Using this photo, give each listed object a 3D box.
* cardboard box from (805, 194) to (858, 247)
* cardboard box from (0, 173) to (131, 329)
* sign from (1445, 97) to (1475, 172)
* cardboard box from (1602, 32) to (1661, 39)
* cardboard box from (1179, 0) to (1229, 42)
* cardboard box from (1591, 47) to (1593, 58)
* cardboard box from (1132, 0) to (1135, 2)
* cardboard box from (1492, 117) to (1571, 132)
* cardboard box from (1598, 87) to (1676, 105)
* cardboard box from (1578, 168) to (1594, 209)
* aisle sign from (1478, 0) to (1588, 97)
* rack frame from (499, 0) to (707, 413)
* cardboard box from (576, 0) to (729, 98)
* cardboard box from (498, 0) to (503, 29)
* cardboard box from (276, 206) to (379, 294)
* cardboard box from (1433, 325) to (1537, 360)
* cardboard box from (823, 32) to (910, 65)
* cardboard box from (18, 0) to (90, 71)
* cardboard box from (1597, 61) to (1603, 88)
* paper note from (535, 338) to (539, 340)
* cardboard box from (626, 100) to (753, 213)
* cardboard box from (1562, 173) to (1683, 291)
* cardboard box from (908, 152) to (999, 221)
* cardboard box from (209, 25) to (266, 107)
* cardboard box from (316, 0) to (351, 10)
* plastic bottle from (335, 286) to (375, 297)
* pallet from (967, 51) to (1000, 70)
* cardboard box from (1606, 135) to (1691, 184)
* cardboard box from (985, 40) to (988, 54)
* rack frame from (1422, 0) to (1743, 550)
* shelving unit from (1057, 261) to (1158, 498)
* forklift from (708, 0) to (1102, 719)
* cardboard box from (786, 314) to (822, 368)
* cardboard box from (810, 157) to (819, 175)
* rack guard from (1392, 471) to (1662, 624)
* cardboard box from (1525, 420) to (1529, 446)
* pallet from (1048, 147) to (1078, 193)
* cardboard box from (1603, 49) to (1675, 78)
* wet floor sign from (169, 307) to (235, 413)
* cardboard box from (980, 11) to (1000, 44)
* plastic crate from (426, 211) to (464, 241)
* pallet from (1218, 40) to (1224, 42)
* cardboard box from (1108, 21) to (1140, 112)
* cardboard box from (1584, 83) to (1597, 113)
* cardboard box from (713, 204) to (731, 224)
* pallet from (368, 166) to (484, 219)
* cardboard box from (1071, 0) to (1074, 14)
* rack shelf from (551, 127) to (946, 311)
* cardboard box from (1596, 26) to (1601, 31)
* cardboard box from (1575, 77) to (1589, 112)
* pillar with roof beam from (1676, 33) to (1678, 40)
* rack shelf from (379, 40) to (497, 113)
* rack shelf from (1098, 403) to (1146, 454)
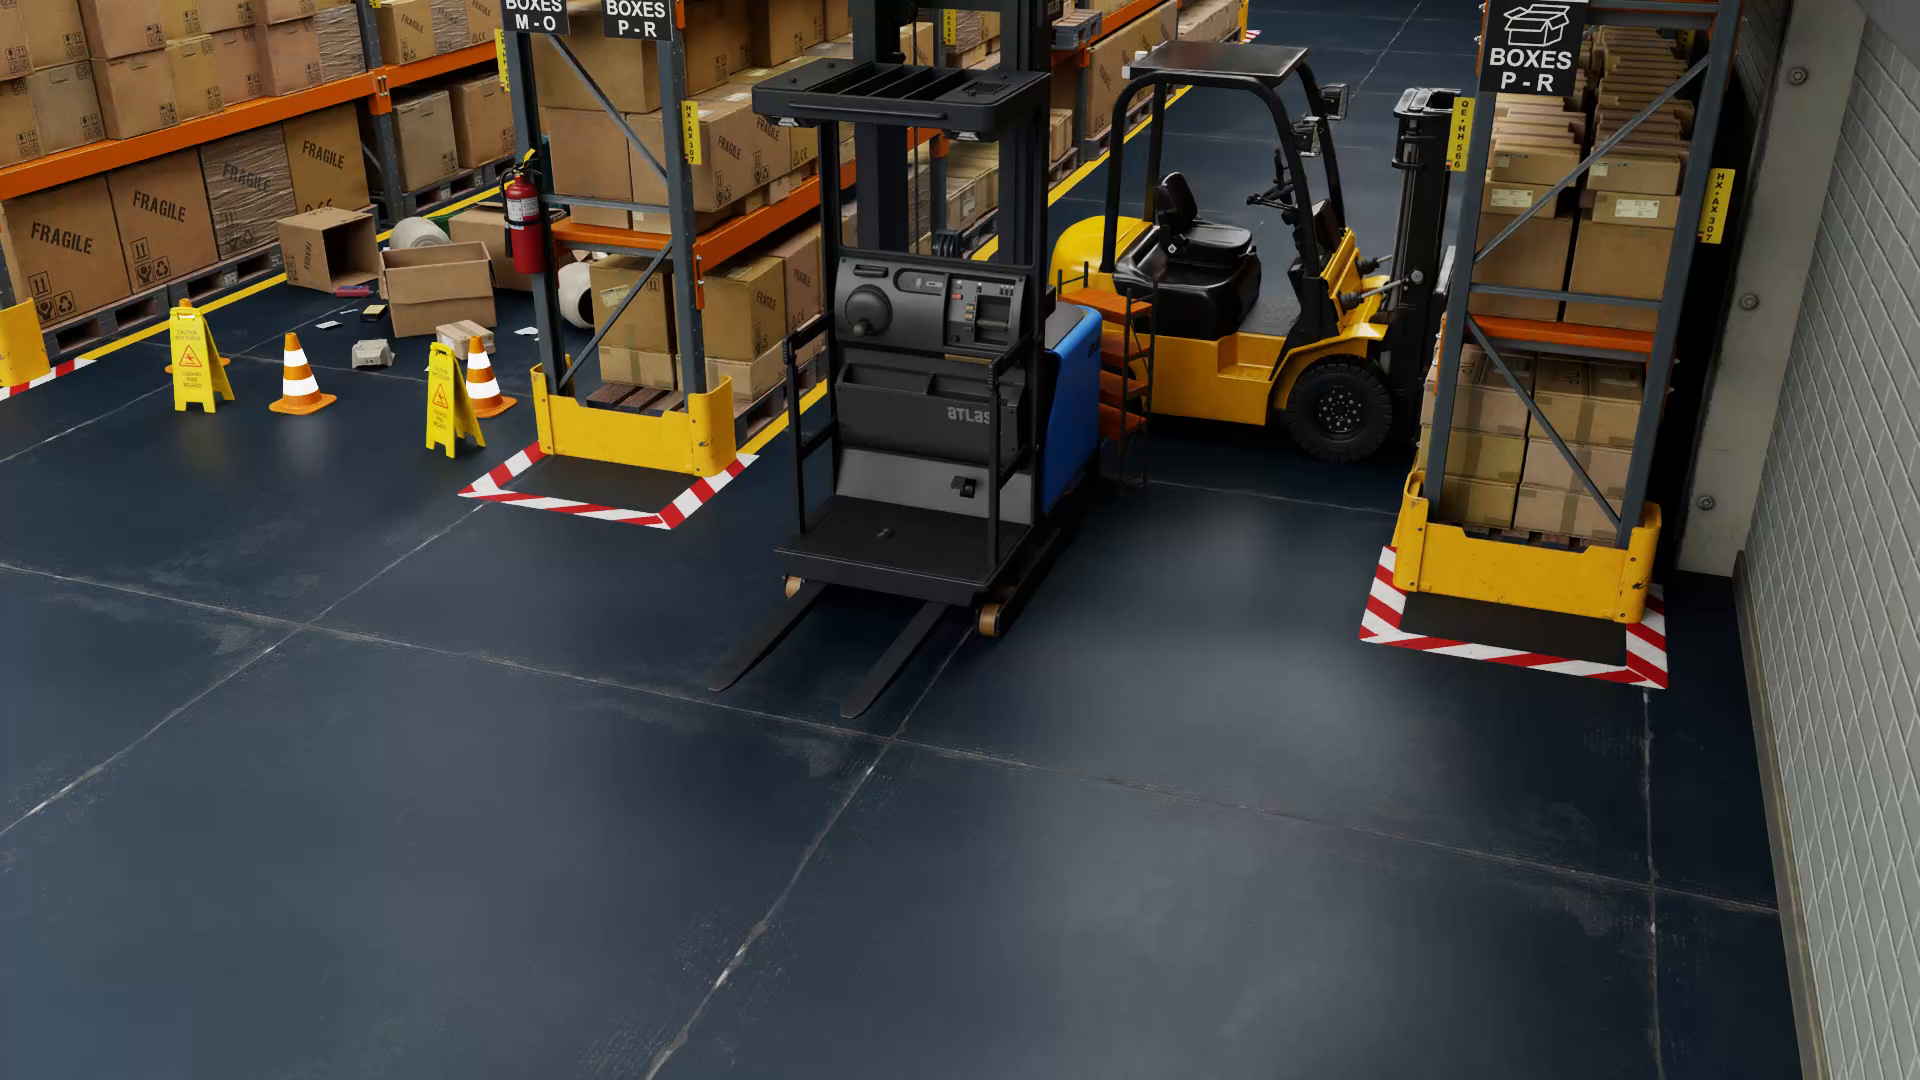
[{"bbox_3d":[-0.874,-2.057,11.370,0.500,0.500,0.500,10,28,20],"label":"cardboard box"},{"bbox_3d":[-6.463,-2.023,11.442,0.875,0.875,0.875,9,27,18],"label":"cardboard box"},{"bbox_3d":[2.250,-1.820,7.465,0.100,0.325,0.005,9,27,17],"label":"sign"},{"bbox_3d":[4.631,-3.407,11.485,0.380,0.149,0.250,9,27,17],"label":"cardboard box"},{"bbox_3d":[2.978,-6.774,21.756,0.875,0.438,0.875,9,27,19],"label":"cardboard box"},{"bbox_3d":[4.676,-3.285,11.691,0.500,0.250,0.500,8,27,17],"label":"cardboard box"},{"bbox_3d":[1.633,-5.842,17.546,0.500,0.250,0.500,9,27,17],"label":"cardboard box"},{"bbox_3d":[2.792,-1.973,8.183,0.380,0.149,0.250,9,27,19],"label":"cardboard box"},{"bbox_3d":[3.612,-2.317,8.892,0.380,0.149,0.250,9,27,18],"label":"cardboard box"},{"bbox_3d":[3.137,-1.657,7.871,0.380,0.149,0.250,9,27,17],"label":"cardboard box"},{"bbox_3d":[2.459,-2.293,7.061,0.394,0.787,0.004,9,27,17],"label":"aisle sign"},{"bbox_3d":[-1.924,-1.826,9.079,1.000,3.000,0.127,9,27,17],"label":"rack frame"},{"bbox_3d":[-1.785,-2.903,9.700,0.700,0.500,0.500,9,27,18],"label":"cardboard box"},{"bbox_3d":[-4.361,-4.989,15.498,0.500,0.500,0.500,9,27,18],"label":"cardboard box"},{"bbox_3d":[-4.844,-2.235,12.790,0.500,0.500,0.500,14,29,26],"label":"cardboard box"},{"bbox_3d":[2.781,-0.954,8.804,0.500,0.250,0.500,9,27,18],"label":"cardboard box"},{"bbox_3d":[-0.672,-3.217,11.496,0.500,0.500,0.500,10,27,19],"label":"cardboard box"},{"bbox_3d":[-6.370,-3.442,11.005,0.875,0.550,0.550,9,27,17],"label":"cardboard box"},{"bbox_3d":[4.224,-2.919,10.477,0.380,0.149,0.250,9,27,17],"label":"cardboard box"},{"bbox_3d":[-2.943,-1.422,11.676,0.032,0.001,0.123,9,27,17],"label":"paper note"},{"bbox_3d":[-1.505,-2.159,9.311,0.500,0.500,0.500,8,27,17],"label":"cardboard box"},{"bbox_3d":[3.337,-1.533,8.359,0.500,0.500,0.500,10,27,19],"label":"cardboard box"},{"bbox_3d":[-0.185,-2.988,14.012,0.950,0.372,0.625,11,28,21],"label":"cardboard box"},{"bbox_3d":[-5.859,-3.626,12.624,0.875,0.550,0.550,9,27,17],"label":"cardboard box"},{"bbox_3d":[-5.450,-4.553,13.300,0.875,0.550,0.550,9,27,17],"label":"cardboard box"},{"bbox_3d":[-4.552,-1.877,12.556,0.283,0.061,0.133,0,26,-1],"label":"plastic bottle"},{"bbox_3d":[-0.202,-3.676,13.121,1.003,0.211,1.213,9,27,17],"label":"pallet"},{"bbox_3d":[3.218,-1.785,7.795,0.380,0.149,0.250,10,27,19],"label":"cardboard box"},{"bbox_3d":[0.002,-3.956,13.284,0.380,0.149,0.250,11,28,21],"label":"cardboard box"},{"bbox_3d":[2.758,-1.107,7.595,1.000,3.000,0.127,9,27,17],"label":"rack frame"},{"bbox_3d":[0.793,-0.888,9.207,0.503,1.200,0.258,23,34,39],"label":"shelving unit"},{"bbox_3d":[-0.217,-1.064,7.585,1.130,2.935,3.031,9,27,18],"label":"forklift"},{"bbox_3d":[-1.218,-1.277,10.619,0.500,0.250,0.500,10,27,19],"label":"cardboard box"},{"bbox_3d":[-1.052,-2.455,10.668,0.380,0.149,0.250,8,27,16],"label":"cardboard box"},{"bbox_3d":[2.750,0.028,8.119,1.175,0.500,0.348,9,27,17],"label":"rack guard"},{"bbox_3d":[2.802,-0.734,8.923,0.500,0.250,0.500,8,27,17],"label":"cardboard box"},{"bbox_3d":[0.476,-3.537,15.813,1.003,0.211,1.213,9,27,17],"label":"pallet"},{"bbox_3d":[4.069,-2.839,9.971,0.380,0.149,0.250,8,27,17],"label":"cardboard box"},{"bbox_3d":[-4.768,-1.143,10.371,0.267,0.644,0.232,4,26,8],"label":"wet floor sign"},{"bbox_3d":[-0.001,-4.194,13.033,0.500,0.500,0.500,9,27,18],"label":"cardboard box"},{"bbox_3d":[-4.117,-2.645,13.931,0.662,0.188,0.450,-20,23,-36],"label":"plastic crate"},{"bbox_3d":[2.800,-6.306,21.532,1.003,0.211,1.213,9,27,17],"label":"pallet"},{"bbox_3d":[1.347,-4.984,17.557,0.875,0.875,0.875,9,27,18],"label":"cardboard box"},{"bbox_3d":[4.194,-2.572,10.506,0.500,0.500,0.500,9,27,17],"label":"cardboard box"},{"bbox_3d":[-1.546,-1.928,9.578,0.380,0.149,0.250,9,27,18],"label":"cardboard box"},{"bbox_3d":[-5.109,-3.219,15.156,1.003,0.211,1.213,9,27,17],"label":"pallet"},{"bbox_3d":[0.829,-4.900,15.234,0.380,0.149,0.250,9,27,18],"label":"cardboard box"},{"bbox_3d":[-1.259,-2.324,10.933,1.077,0.370,4.000,9,27,17],"label":"rack shelf"},{"bbox_3d":[5.010,-3.935,12.576,0.380,0.149,0.250,10,27,19],"label":"cardboard box"},{"bbox_3d":[3.283,-2.488,9.246,0.380,0.149,0.250,9,27,18],"label":"cardboard box"},{"bbox_3d":[3.773,-9.519,18.083,9.100,9.000,0.400,9,27,17],"label":"pillar with roof beam"},{"bbox_3d":[-4.629,-4.644,15.725,1.077,0.370,4.000,9,27,17],"label":"rack shelf"},{"bbox_3d":[0.793,-0.649,9.323,0.480,0.148,0.258,23,34,39],"label":"rack shelf"}]
